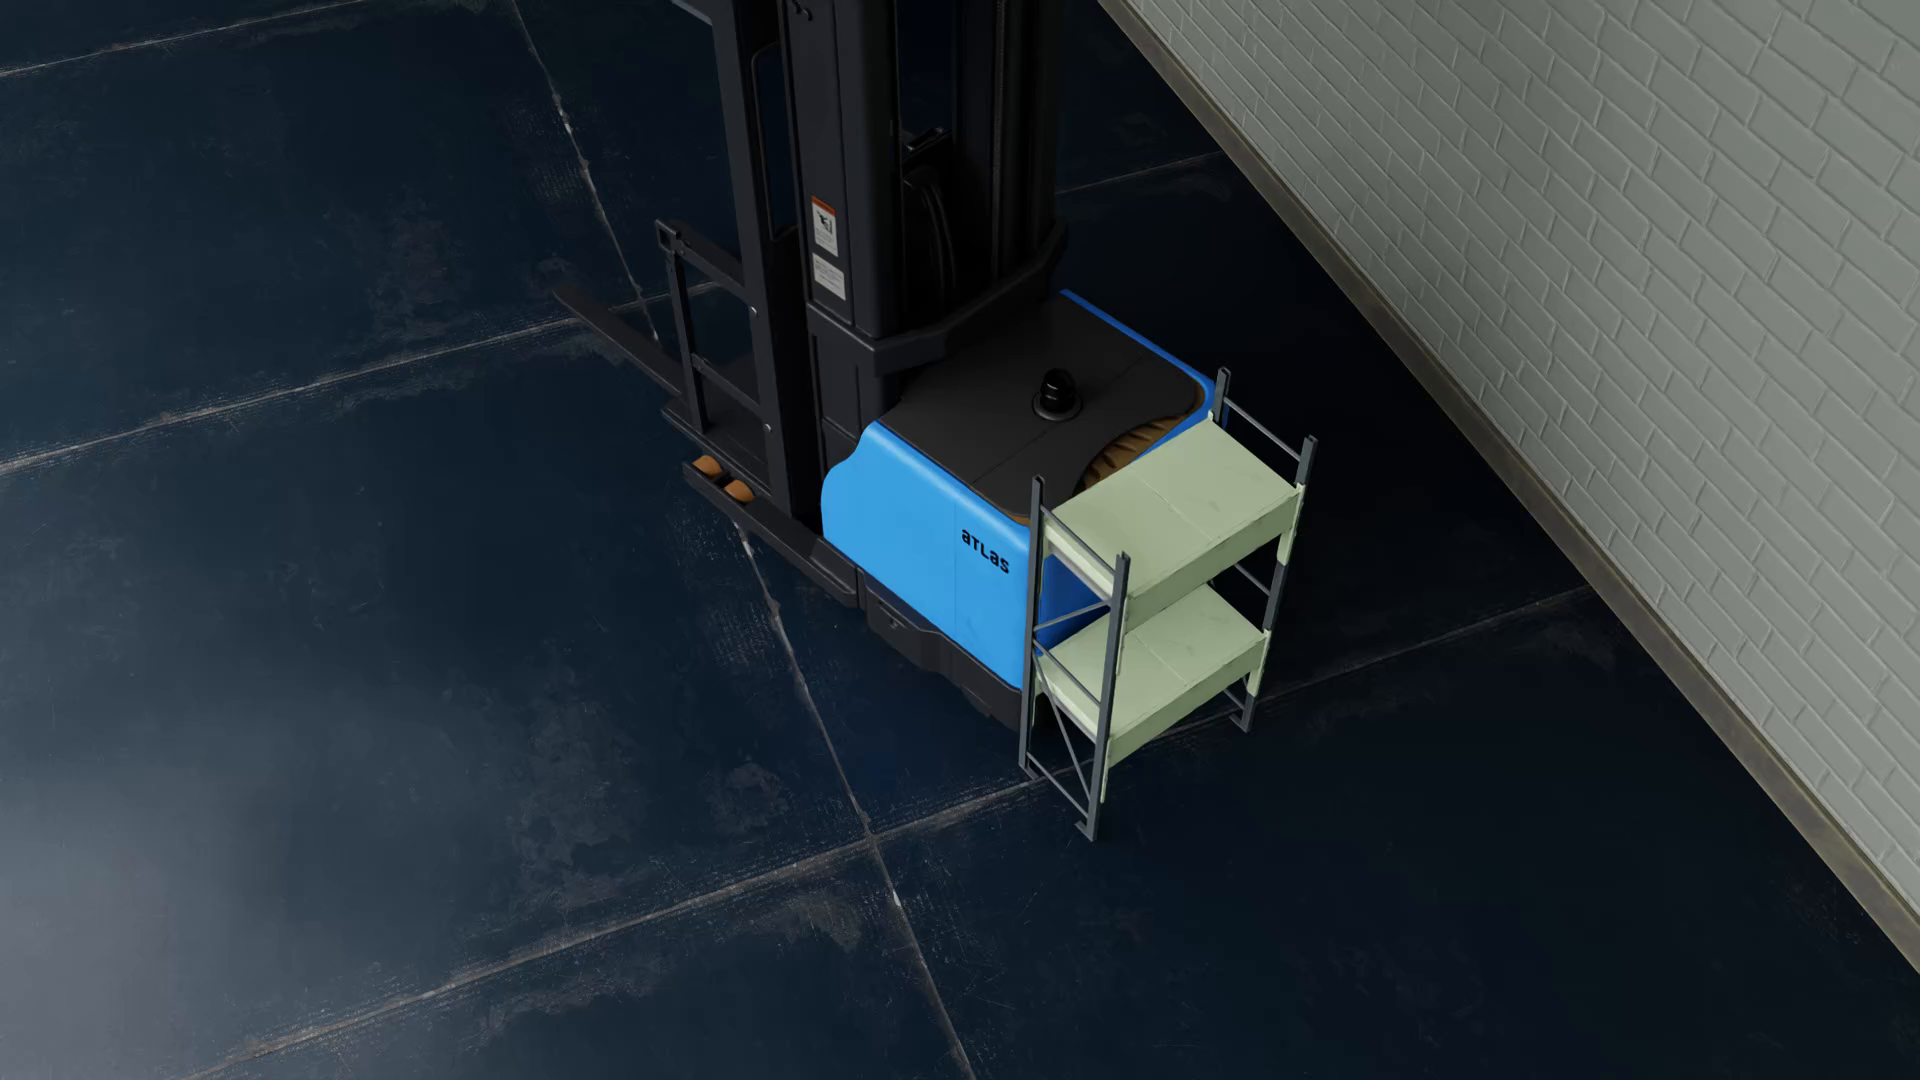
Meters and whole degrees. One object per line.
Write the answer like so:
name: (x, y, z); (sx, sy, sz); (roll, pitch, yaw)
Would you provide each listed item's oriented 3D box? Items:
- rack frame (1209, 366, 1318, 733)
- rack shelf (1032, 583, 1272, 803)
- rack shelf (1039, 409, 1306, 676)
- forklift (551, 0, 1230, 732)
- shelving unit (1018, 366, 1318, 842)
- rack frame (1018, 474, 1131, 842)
rack frame: (0.917, 0.083, 5.531); (0.023, 1.500, 0.400); (-30, 56, -24)
rack shelf: (0.628, 0.466, 5.632); (0.720, 0.370, 0.431); (-30, 56, -24)
rack shelf: (0.628, -0.001, 5.089); (0.720, 0.370, 0.431); (-30, 56, -24)
forklift: (-0.471, -1.280, 5.758); (3.031, 2.935, 1.130); (37, 59, 27)
shelving unit: (0.628, 0.253, 5.385); (0.755, 1.500, 0.431); (-30, 56, -24)
rack frame: (0.339, 0.423, 5.239); (0.023, 1.500, 0.400); (-30, 56, -24)
